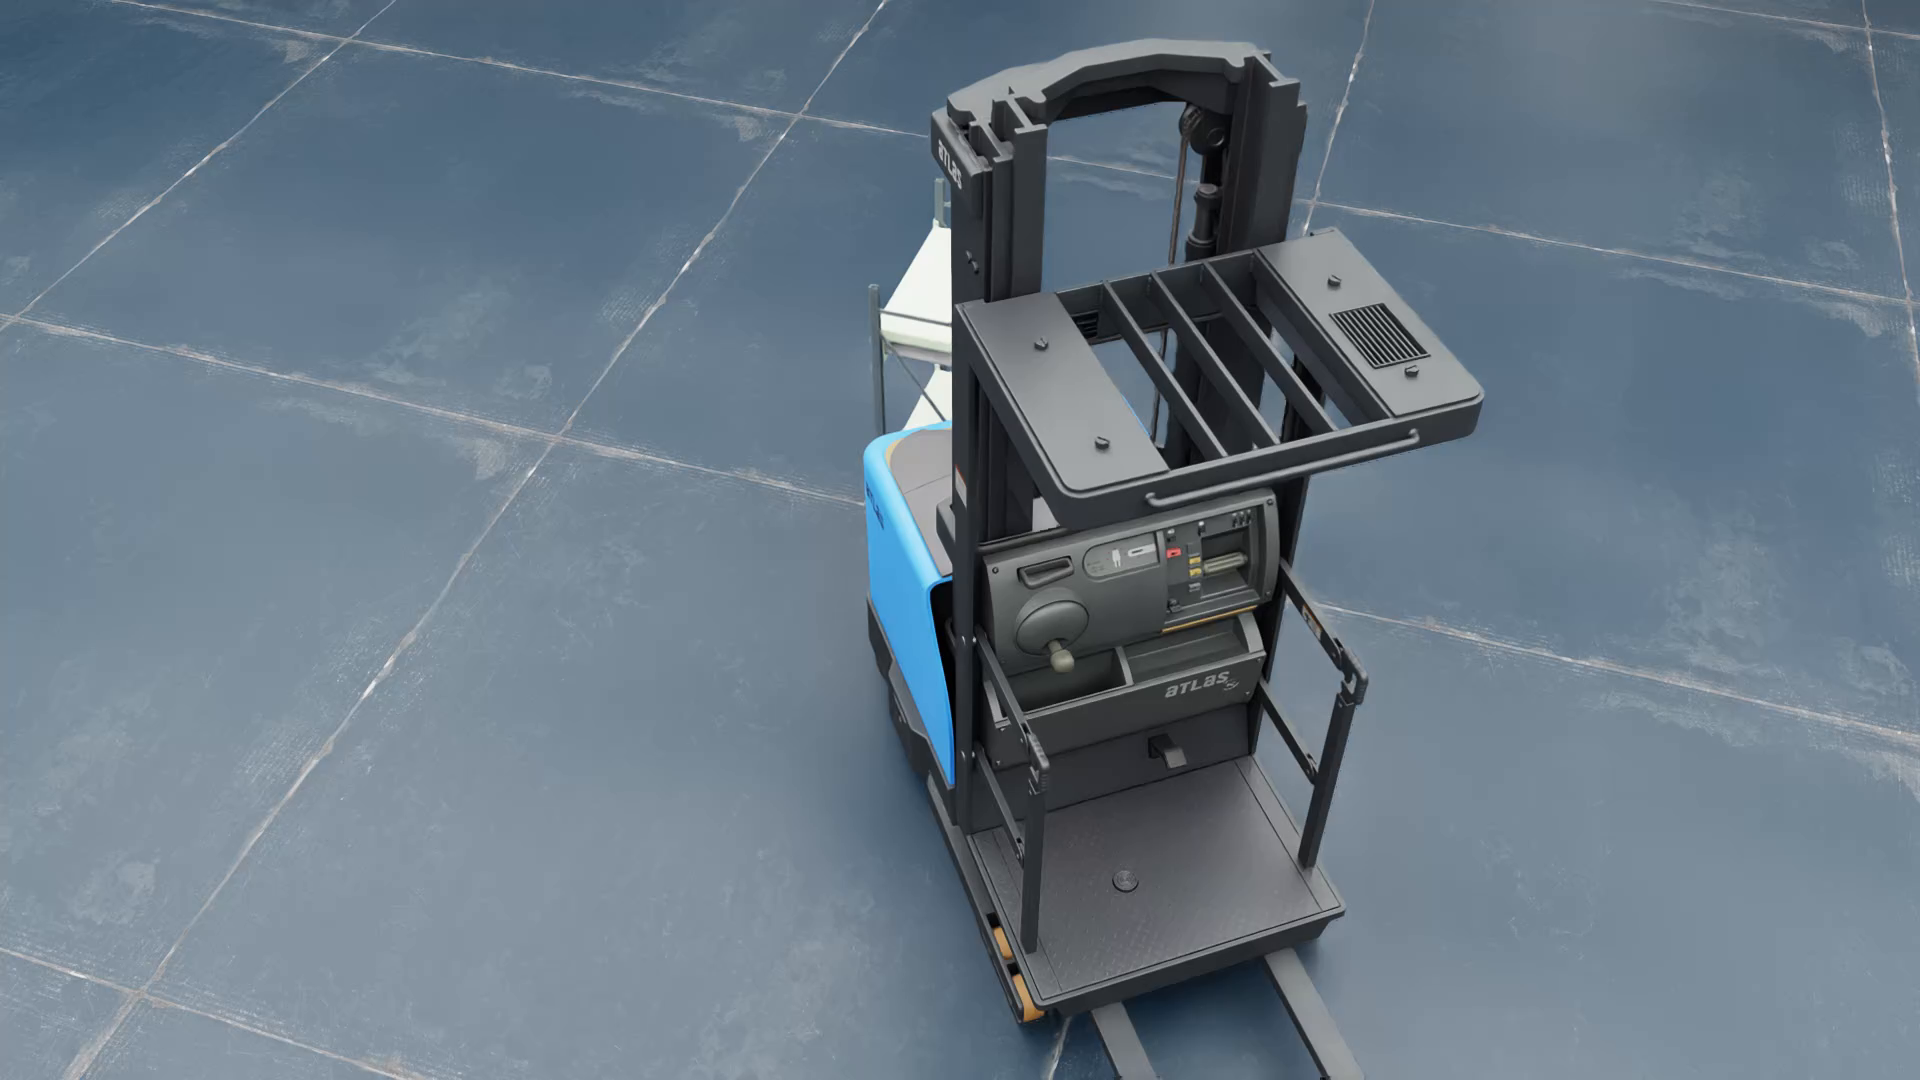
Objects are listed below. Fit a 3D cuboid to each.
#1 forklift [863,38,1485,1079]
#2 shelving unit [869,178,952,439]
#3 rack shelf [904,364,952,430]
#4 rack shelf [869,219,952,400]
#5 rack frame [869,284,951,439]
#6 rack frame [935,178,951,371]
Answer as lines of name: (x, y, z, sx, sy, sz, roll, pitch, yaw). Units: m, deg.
forklift: (0.598, 0.218, 4.831, 1.130, 2.935, 3.031, -14, 46, -14)
shelving unit: (-0.018, -0.572, 6.661, 0.431, 1.500, 0.755, 13, 46, 13)
rack shelf: (-0.018, -0.339, 6.889, 0.431, 0.370, 0.720, 13, 46, 13)
rack shelf: (-0.018, -0.850, 6.388, 0.431, 0.370, 0.720, 13, 46, 13)
rack frame: (-0.132, -0.328, 6.412, 0.400, 1.500, 0.023, 13, 46, 13)
rack frame: (0.096, -0.815, 6.909, 0.400, 1.500, 0.023, 13, 46, 13)
